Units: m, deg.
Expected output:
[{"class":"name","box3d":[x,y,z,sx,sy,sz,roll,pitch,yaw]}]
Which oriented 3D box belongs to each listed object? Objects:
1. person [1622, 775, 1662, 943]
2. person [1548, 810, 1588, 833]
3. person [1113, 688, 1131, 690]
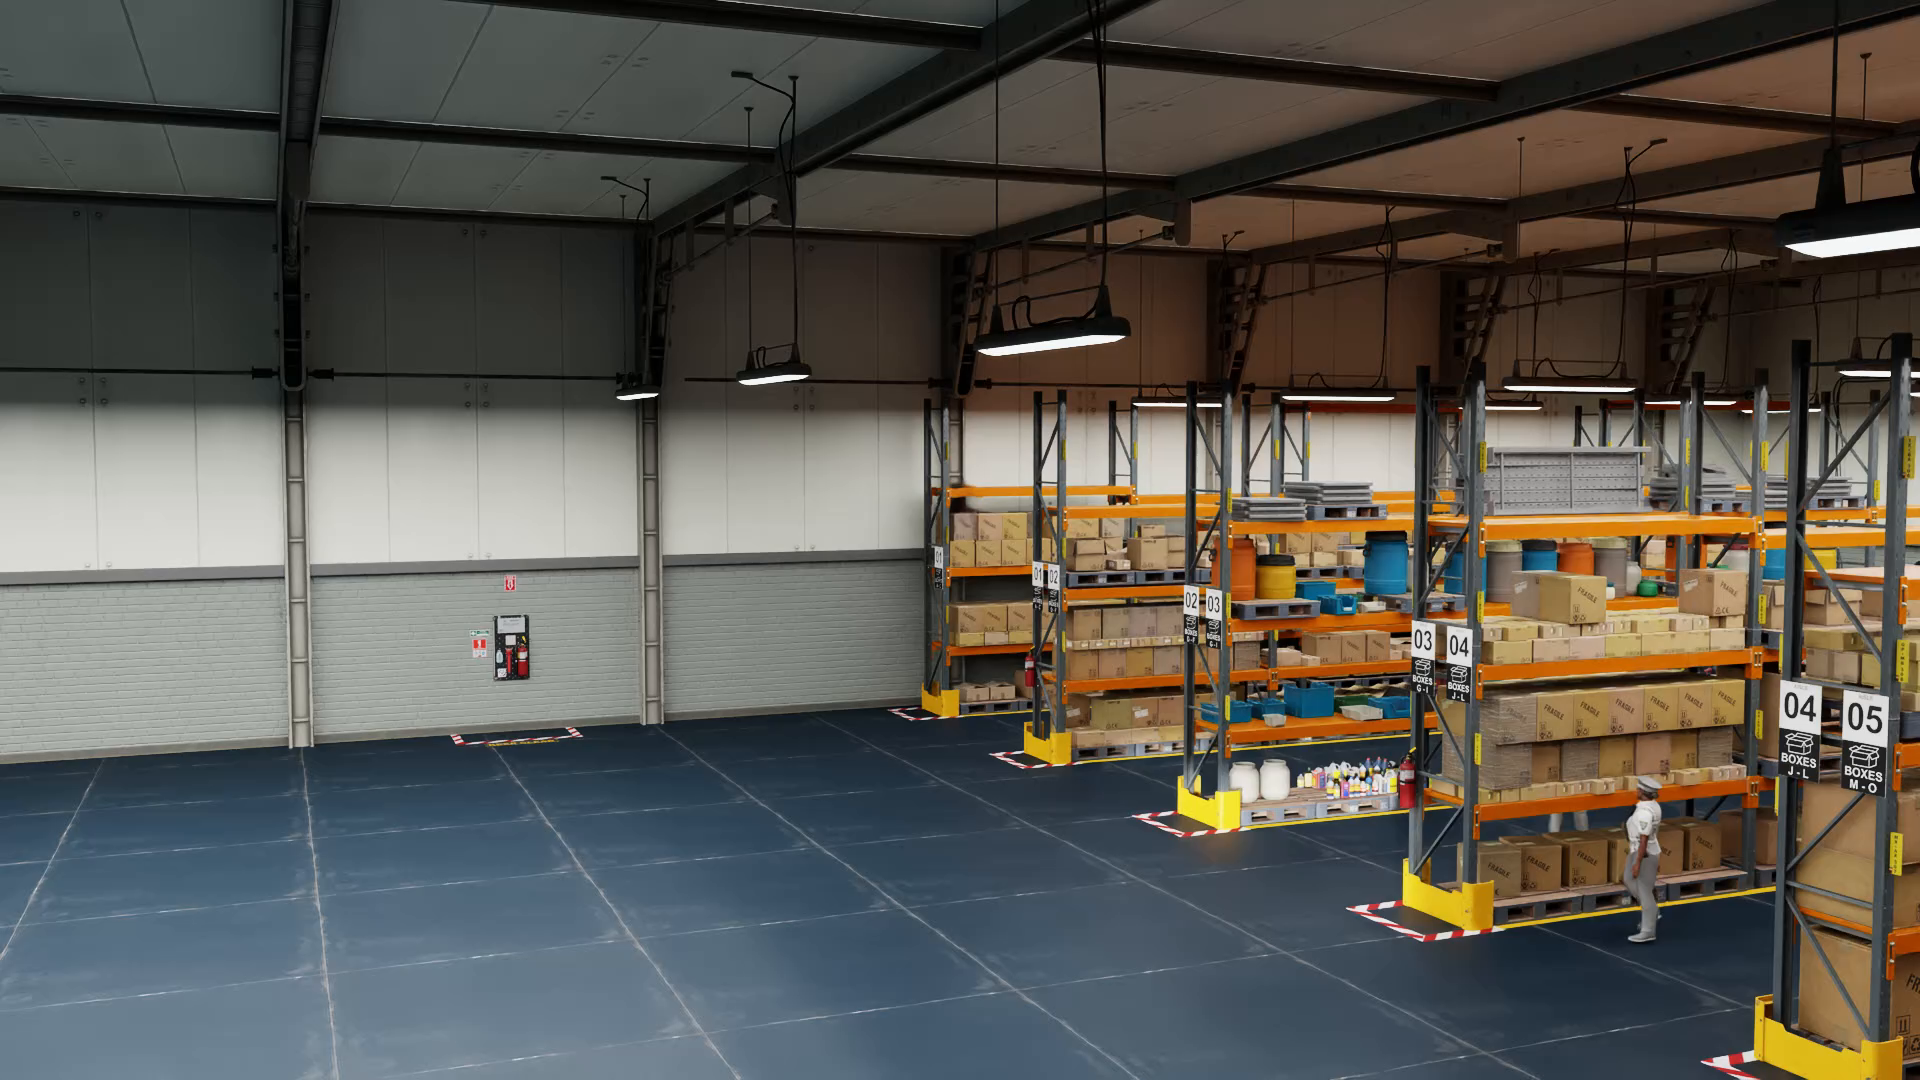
[{"class":"person","box3d":[7.126,3.291,17.327,0.414,1.688,0.598,1,4,16]},{"class":"person","box3d":[7.669,3.040,21.038,0.631,1.783,0.500,-1,3,-14]},{"class":"person","box3d":[2.884,2.609,29.490,1.039,1.603,0.434,-1,4,-24]}]
